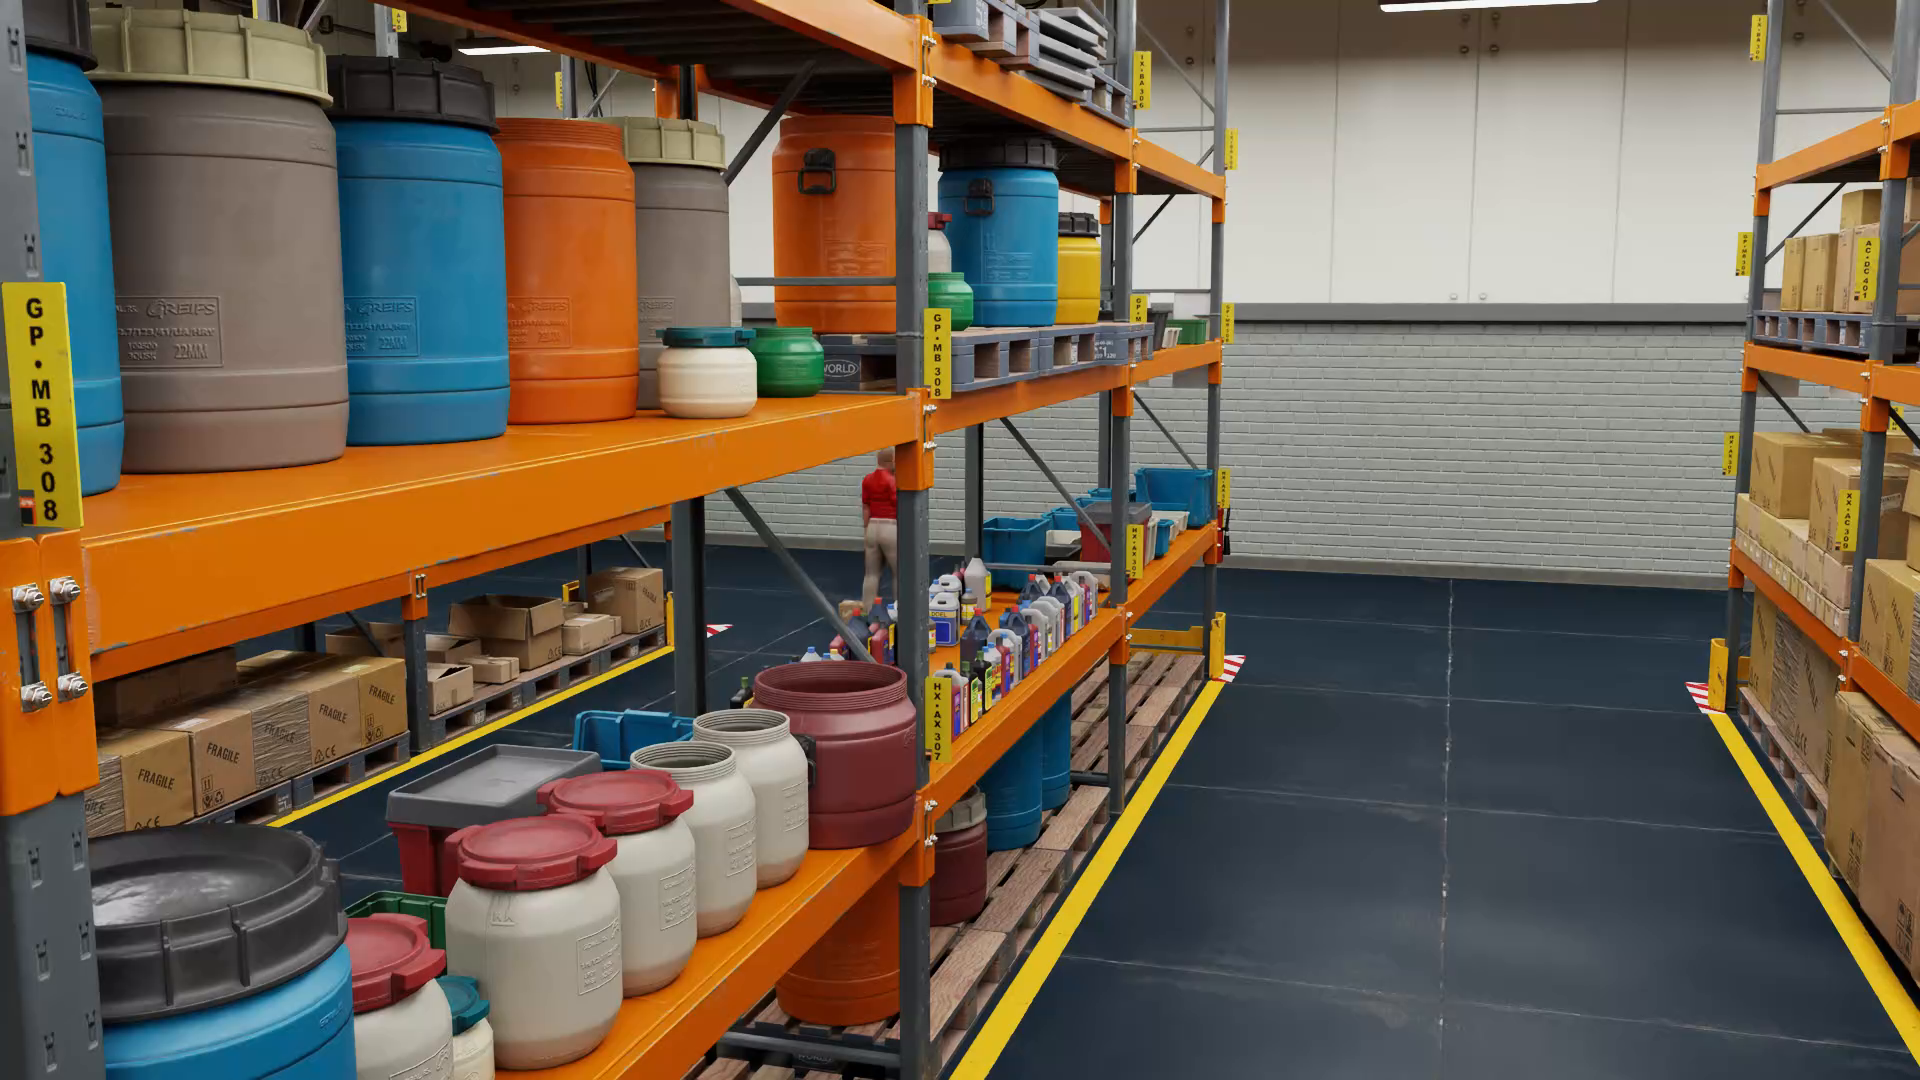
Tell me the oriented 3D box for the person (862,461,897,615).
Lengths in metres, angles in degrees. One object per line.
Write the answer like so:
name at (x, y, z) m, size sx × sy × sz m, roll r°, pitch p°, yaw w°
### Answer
person at (-0.692, -0.010, 15.841) m, size 0.431 × 1.577 × 0.386 m, roll 7°, pitch 11°, yaw 39°
